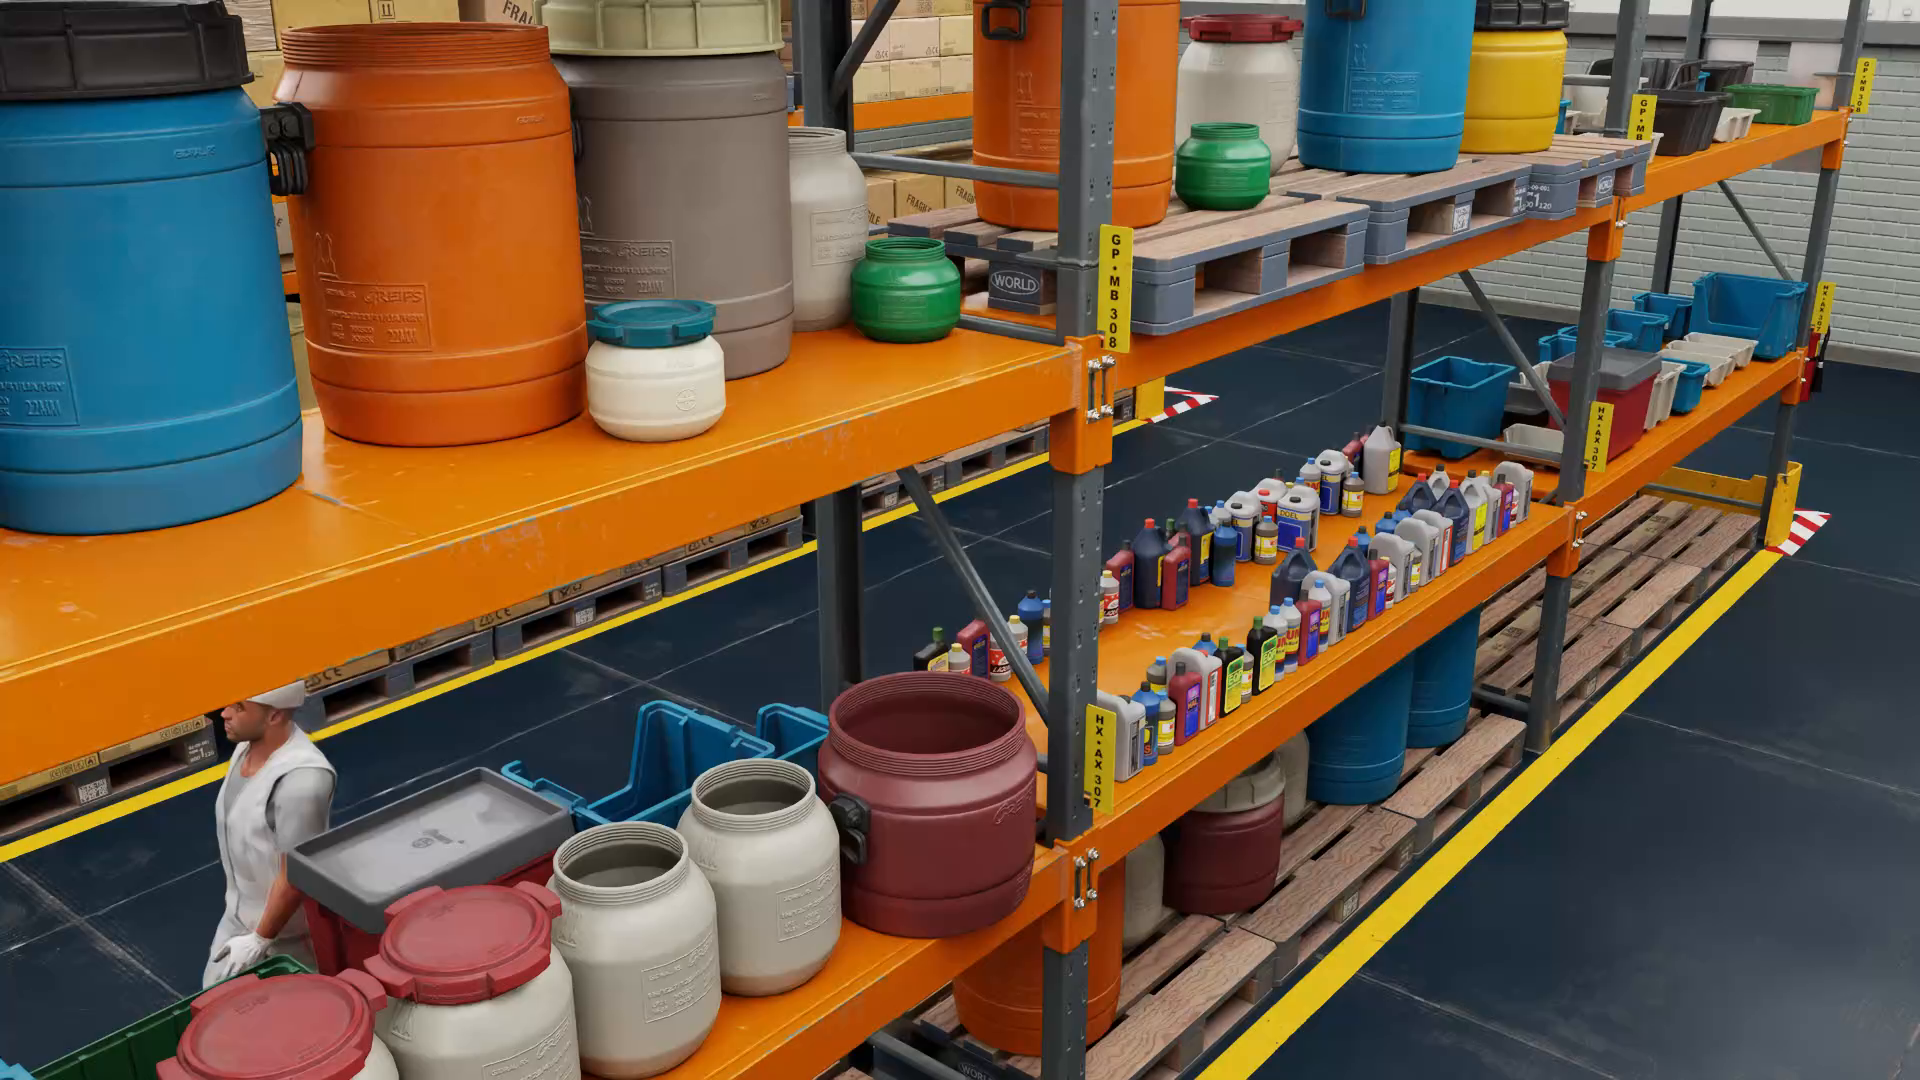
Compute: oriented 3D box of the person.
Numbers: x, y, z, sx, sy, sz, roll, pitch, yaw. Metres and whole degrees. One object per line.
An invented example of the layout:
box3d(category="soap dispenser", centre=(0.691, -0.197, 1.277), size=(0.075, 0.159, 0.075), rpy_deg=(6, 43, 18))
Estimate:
box3d(category="person", centre=(-2.132, 1.178, 5.315), size=(0.520, 1.747, 1.020), rpy_deg=(17, 26, 39))
